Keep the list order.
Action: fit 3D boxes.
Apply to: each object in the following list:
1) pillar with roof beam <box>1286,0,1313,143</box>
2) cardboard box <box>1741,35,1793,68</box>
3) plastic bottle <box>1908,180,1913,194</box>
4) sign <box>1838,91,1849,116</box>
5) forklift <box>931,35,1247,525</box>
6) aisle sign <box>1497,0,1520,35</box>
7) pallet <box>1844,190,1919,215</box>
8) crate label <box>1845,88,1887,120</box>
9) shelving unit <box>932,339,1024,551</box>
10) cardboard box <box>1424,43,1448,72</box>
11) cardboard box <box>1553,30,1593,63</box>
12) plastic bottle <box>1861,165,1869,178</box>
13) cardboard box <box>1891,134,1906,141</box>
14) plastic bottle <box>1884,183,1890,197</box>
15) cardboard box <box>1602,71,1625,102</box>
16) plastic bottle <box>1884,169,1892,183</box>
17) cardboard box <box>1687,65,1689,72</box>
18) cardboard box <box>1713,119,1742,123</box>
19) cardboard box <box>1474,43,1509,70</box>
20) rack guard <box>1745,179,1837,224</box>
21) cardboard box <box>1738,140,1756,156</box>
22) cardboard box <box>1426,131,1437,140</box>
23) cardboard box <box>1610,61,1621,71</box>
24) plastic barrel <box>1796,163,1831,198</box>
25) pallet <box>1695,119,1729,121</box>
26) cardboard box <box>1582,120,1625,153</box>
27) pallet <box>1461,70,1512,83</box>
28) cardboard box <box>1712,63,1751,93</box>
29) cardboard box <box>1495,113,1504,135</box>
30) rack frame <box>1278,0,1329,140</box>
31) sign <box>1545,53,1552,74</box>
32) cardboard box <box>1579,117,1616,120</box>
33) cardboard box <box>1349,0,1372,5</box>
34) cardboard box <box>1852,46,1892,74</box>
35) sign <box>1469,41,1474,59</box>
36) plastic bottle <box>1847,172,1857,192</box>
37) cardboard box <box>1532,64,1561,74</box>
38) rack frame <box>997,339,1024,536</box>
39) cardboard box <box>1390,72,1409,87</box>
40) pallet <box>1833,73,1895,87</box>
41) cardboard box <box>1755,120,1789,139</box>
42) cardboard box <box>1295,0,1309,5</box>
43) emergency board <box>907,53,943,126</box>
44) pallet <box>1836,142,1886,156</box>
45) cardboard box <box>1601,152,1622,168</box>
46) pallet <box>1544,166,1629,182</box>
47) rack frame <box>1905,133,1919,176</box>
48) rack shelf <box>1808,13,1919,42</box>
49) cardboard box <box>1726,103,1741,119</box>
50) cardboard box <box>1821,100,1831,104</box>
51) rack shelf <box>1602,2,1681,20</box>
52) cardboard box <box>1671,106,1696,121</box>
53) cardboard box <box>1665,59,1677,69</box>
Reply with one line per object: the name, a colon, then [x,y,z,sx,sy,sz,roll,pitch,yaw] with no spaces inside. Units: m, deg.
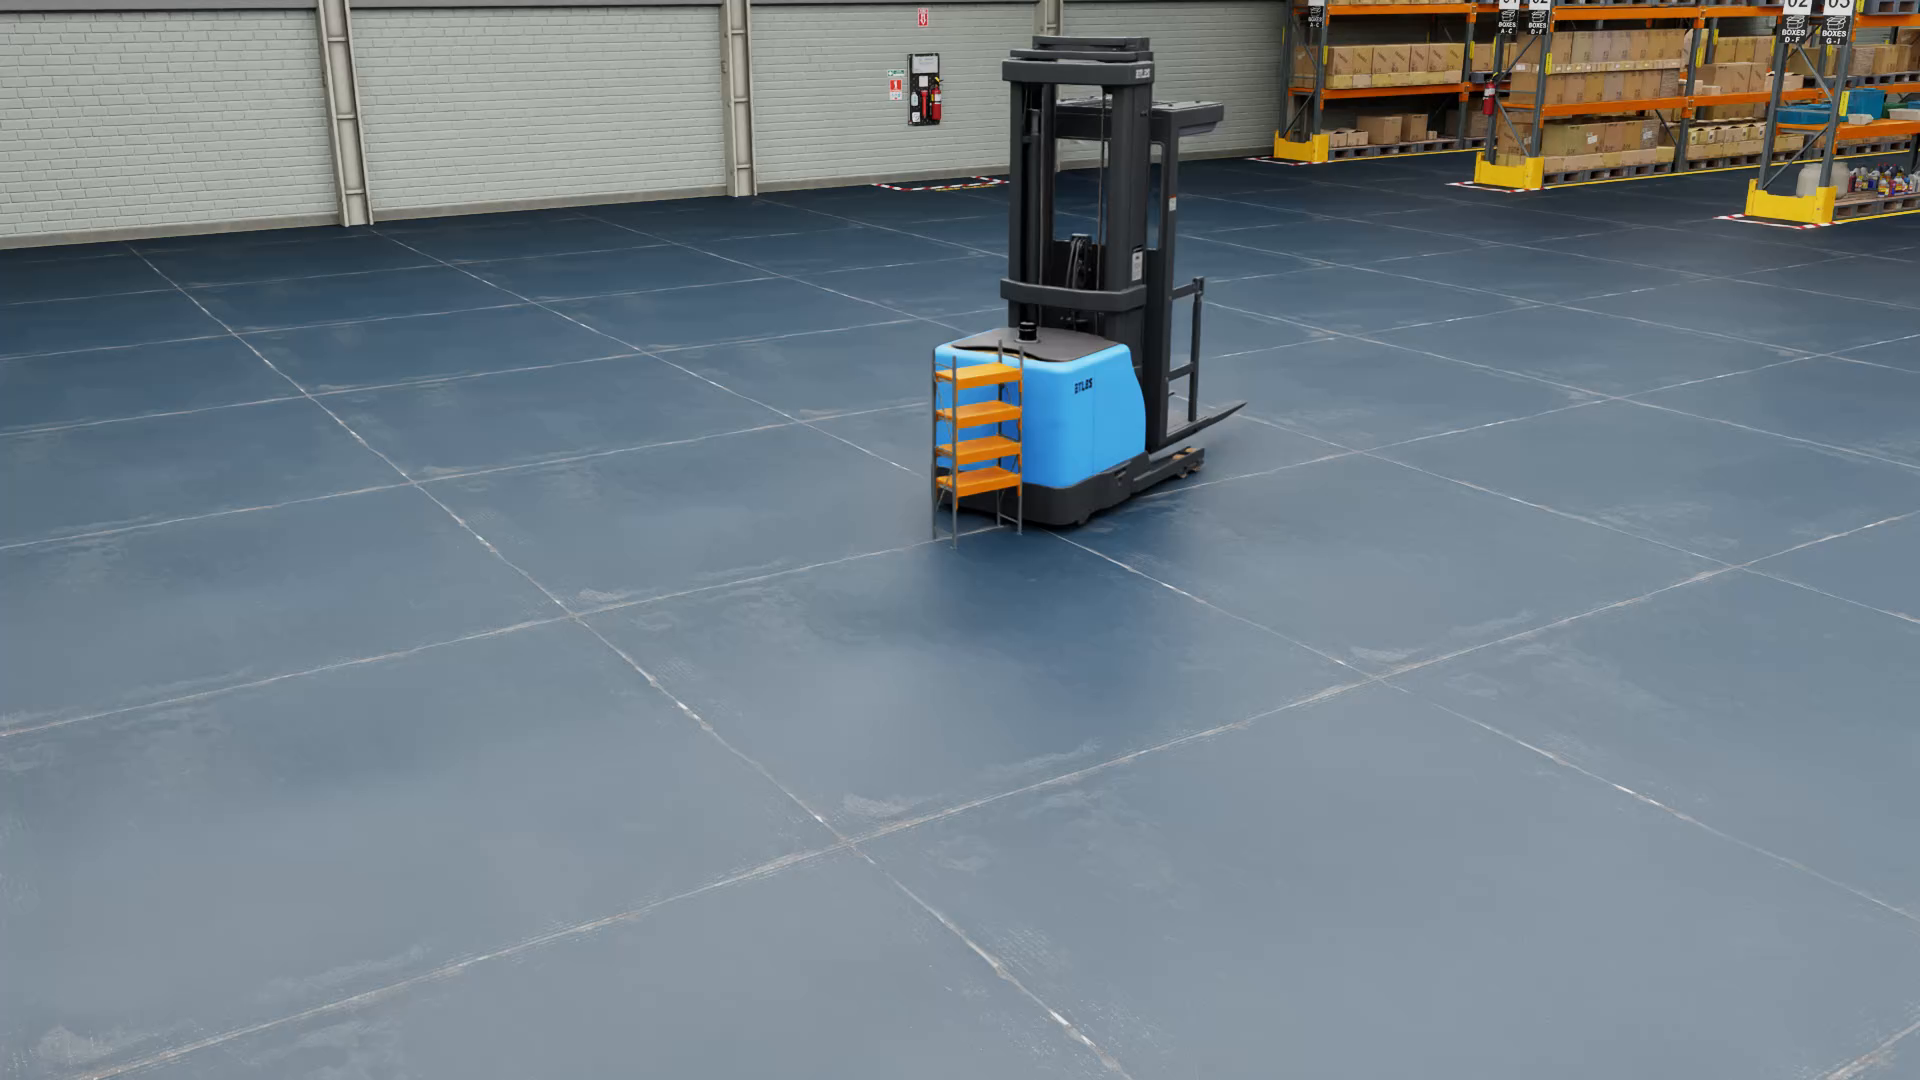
pillar with roof beam: [8.913,-10.727,27.924,0.400,9.000,9.100,-12,22,-31]
cardboard box: [18.777,-11.419,38.869,0.700,0.700,0.980,-12,22,-32]
plastic bottle: [14.195,-5.283,24.869,0.097,0.201,0.097,0,19,0]
sign: [12.184,-6.015,22.922,0.005,0.325,0.100,-12,22,-31]
forklift: [1.057,-1.893,11.268,1.130,2.935,3.031,12,22,32]
aisle sign: [8.947,-8.656,27.107,0.004,0.787,0.394,-12,22,-31]
pallet: [13.622,-5.092,24.978,1.213,0.211,1.003,-12,22,-31]
crate label: [13.273,-6.445,24.571,0.616,0.435,0.502,-12,22,-31]
shelving unit: [0.106,-0.579,10.084,0.503,1.200,0.258,-12,22,-32]
cardboard box: [9.138,-9.425,32.471,0.500,0.500,0.500,-12,22,-32]
cardboard box: [10.041,-8.202,27.640,0.500,0.500,0.700,-13,22,-33]
plastic bottle: [13.811,-5.551,25.430,0.185,0.351,0.144,-12,22,-32]
cardboard box: [18.514,-8.247,33.172,0.500,0.500,0.500,-12,22,-31]
plastic bottle: [13.657,-5.169,24.534,0.097,0.201,0.097,0,19,0]
cardboard box: [10.852,-7.757,28.351,0.500,0.500,0.700,-11,22,-30]
plastic bottle: [14.269,-5.564,25.591,0.097,0.271,0.097,0,19,0]
cardboard box: [16.134,-10.500,36.981,0.250,0.149,0.380,-11,22,-30]
cardboard box: [14.385,-7.731,31.191,0.500,0.311,0.500,-13,22,-33]
cardboard box: [10.691,-9.819,33.763,0.500,0.500,0.700,-9,21,-26]
rack guard: [11.922,-4.874,23.881,0.348,0.500,1.175,-12,22,-31]
cardboard box: [14.262,-7.234,30.598,0.500,0.250,0.500,-11,22,-30]
cardboard box: [9.347,-8.151,33.407,0.250,0.166,0.380,-16,24,-38]
cardboard box: [10.894,-7.994,28.039,0.250,0.149,0.380,-12,22,-31]
plastic barrel: [12.393,-5.189,24.138,0.421,0.512,0.421,0,19,0]
pallet: [17.136,-9.588,38.275,1.213,0.211,1.003,-12,22,-31]
cardboard box: [10.988,-6.908,28.461,0.500,0.500,0.500,-12,22,-31]
pallet: [10.495,-9.391,33.640,1.213,0.211,1.003,-12,22,-31]
cardboard box: [14.013,-8.422,30.316,0.500,0.500,0.500,-12,22,-31]
cardboard box: [10.786,-8.649,34.362,0.500,0.500,0.700,-12,22,-32]
rack frame: [6.436,-8.682,31.242,0.127,3.000,1.000,-12,22,-31]
sign: [9.464,-7.656,26.731,0.005,0.325,0.100,-12,22,-31]
cardboard box: [11.110,-7.140,29.147,0.500,0.500,0.500,-12,22,-31]
cardboard box: [7.321,-10.237,30.971,0.500,0.500,0.500,-10,21,-28]
cardboard box: [17.744,-9.390,32.524,0.700,0.500,0.500,16,24,39]
sign: [10.082,-9.653,32.762,0.005,0.325,0.100,-12,22,-31]
plastic bottle: [13.462,-5.403,25.098,0.133,0.283,0.061,-12,22,-31]
cardboard box: [9.610,-7.724,27.239,0.250,0.149,0.380,-12,22,-32]
rack frame: [0.307,-0.623,10.215,0.015,1.200,0.240,-12,22,-32]
cardboard box: [8.296,-8.893,32.070,0.500,0.250,0.500,-12,22,-31]
pallet: [17.467,-9.020,32.541,1.213,0.211,1.003,-12,22,-31]
cardboard box: [15.113,-7.677,31.033,0.500,0.311,0.500,-12,22,-32]
cardboard box: [6.645,-10.301,31.160,0.500,0.500,0.500,-10,21,-28]
emergency board: [-0.551,-7.555,27.908,0.643,1.169,0.194,-12,22,-31]
pallet: [17.507,-7.781,32.930,1.213,0.211,1.003,-12,22,-31]
cardboard box: [10.988,-6.553,28.582,0.500,0.250,0.500,-12,22,-31]
pallet: [10.797,-6.396,28.835,1.213,0.211,1.003,-12,22,-31]
rack frame: [15.226,-6.737,25.488,0.127,3.000,1.000,-12,22,-31]
rack shelf: [13.555,-7.465,24.081,4.000,0.370,1.077,-12,22,-31]
cardboard box: [17.561,-10.002,38.395,0.500,0.500,0.700,-12,22,-32]
cardboard box: [17.394,-8.566,32.945,0.500,0.250,0.500,-12,22,-32]
rack shelf: [14.788,-11.524,36.087,4.000,0.370,1.077,-12,22,-31]
cardboard box: [15.987,-9.827,37.330,0.750,0.750,0.750,-12,22,-31]
cardboard box: [12.188,-8.269,28.851,0.250,0.149,0.380,-12,22,-33]
